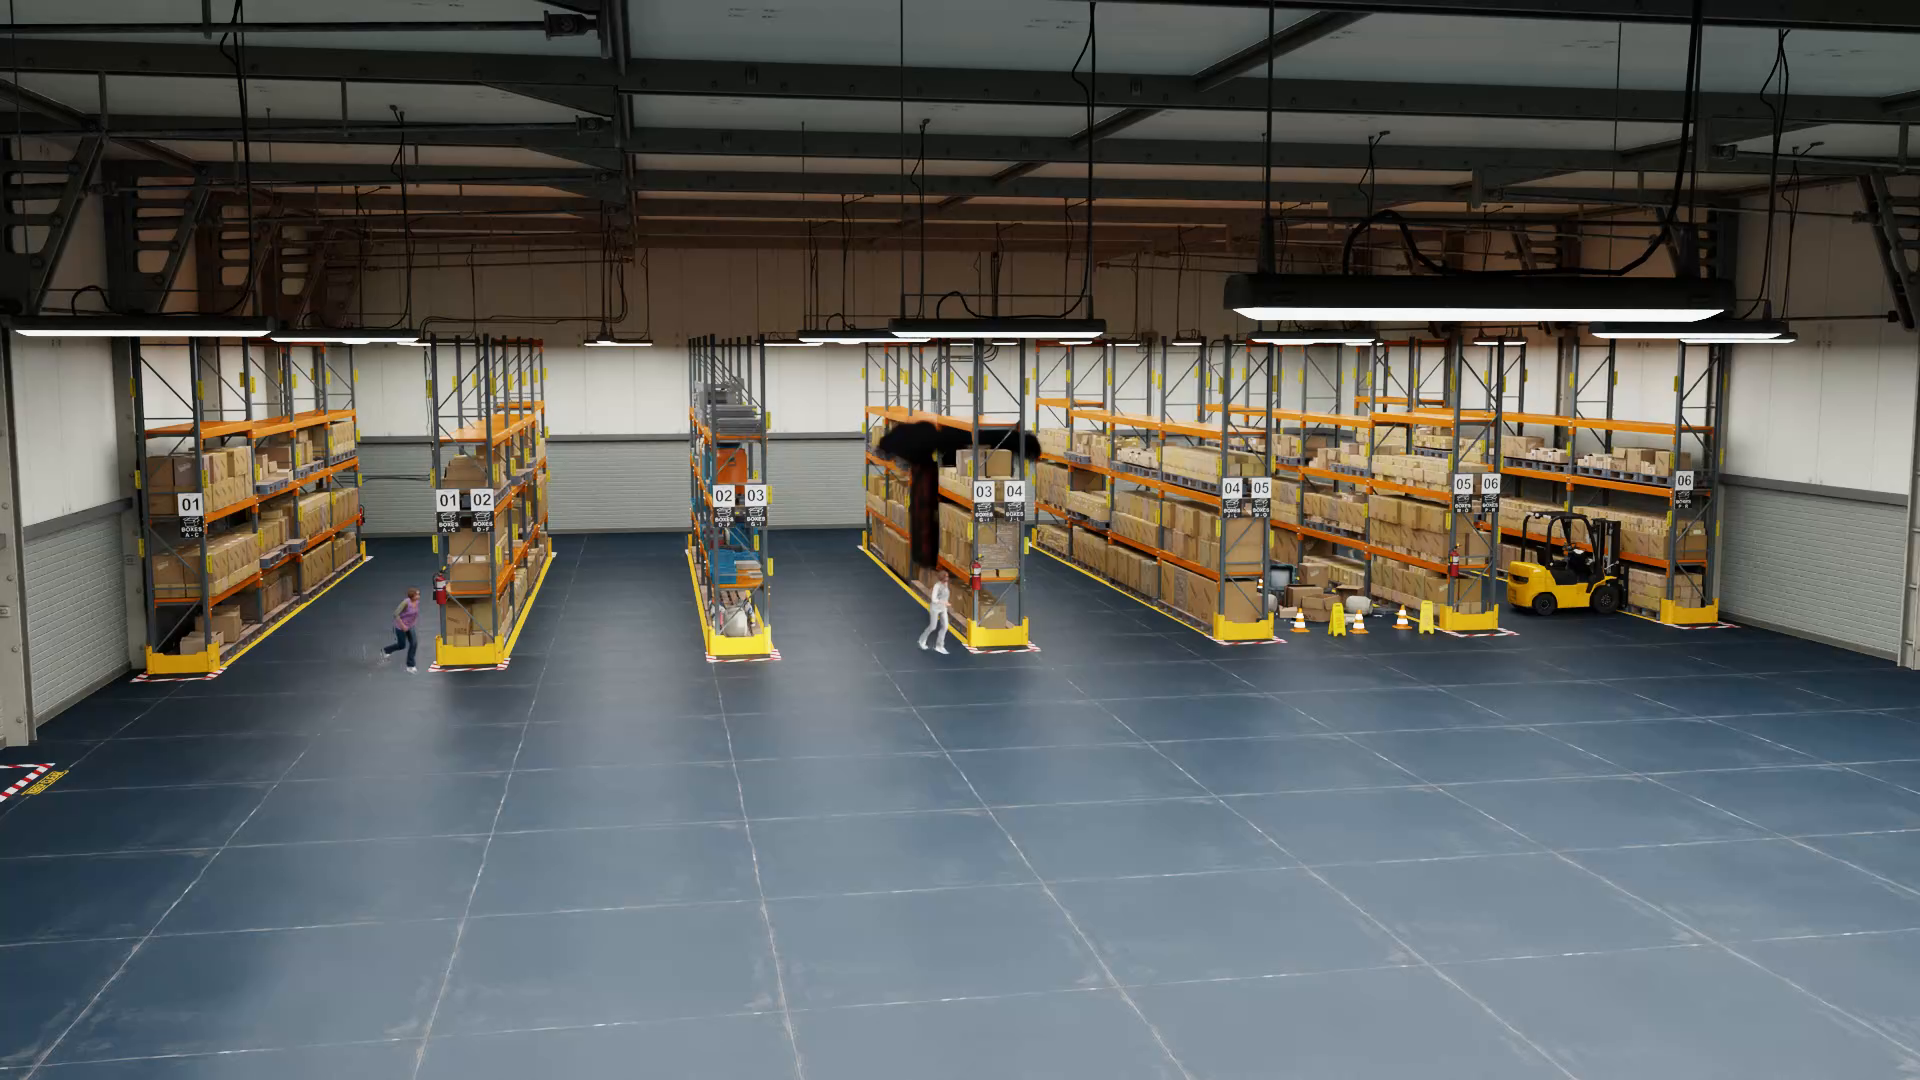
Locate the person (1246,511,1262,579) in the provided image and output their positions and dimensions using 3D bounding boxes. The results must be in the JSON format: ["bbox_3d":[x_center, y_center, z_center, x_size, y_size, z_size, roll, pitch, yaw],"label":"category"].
[{"bbox_3d":[7.197,0.148,41.216,0.682,1.733,0.809,-4,8,-30],"label":"person"}]

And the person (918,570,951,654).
[{"bbox_3d":[-0.487,1.342,31.504,0.722,1.591,0.528,5,8,39],"label":"person"}]

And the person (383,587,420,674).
[{"bbox_3d":[-9.959,1.594,29.645,0.873,1.549,0.553,3,7,23],"label":"person"}]

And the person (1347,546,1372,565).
[{"bbox_3d":[10.298,-0.059,42.928,0.688,1.748,1.001,-3,7,-23],"label":"person"}]
